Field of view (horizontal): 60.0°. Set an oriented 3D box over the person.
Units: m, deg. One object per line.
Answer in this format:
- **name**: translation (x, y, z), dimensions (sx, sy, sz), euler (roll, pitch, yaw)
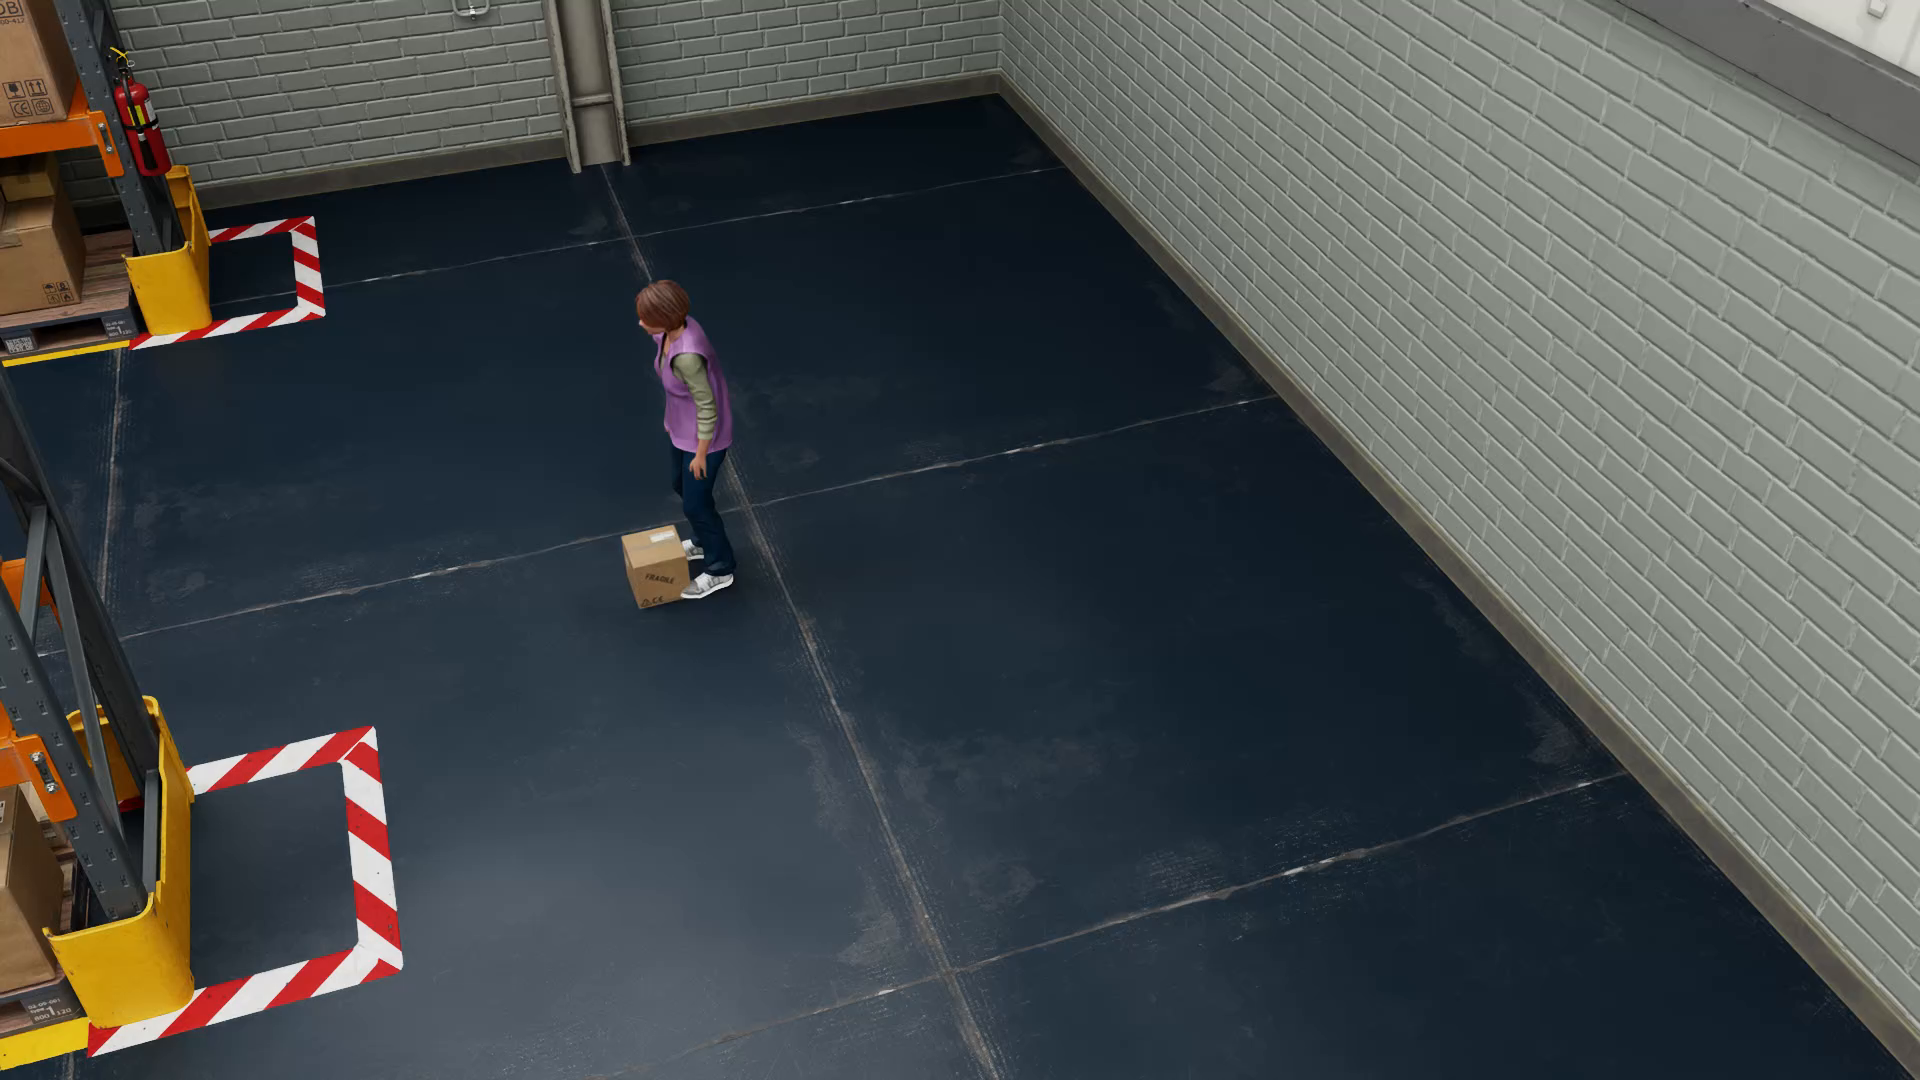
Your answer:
- **person**: translation (-1.188, -0.459, 7.376), dimensions (0.346, 1.590, 0.467), euler (-14, 40, -17)
